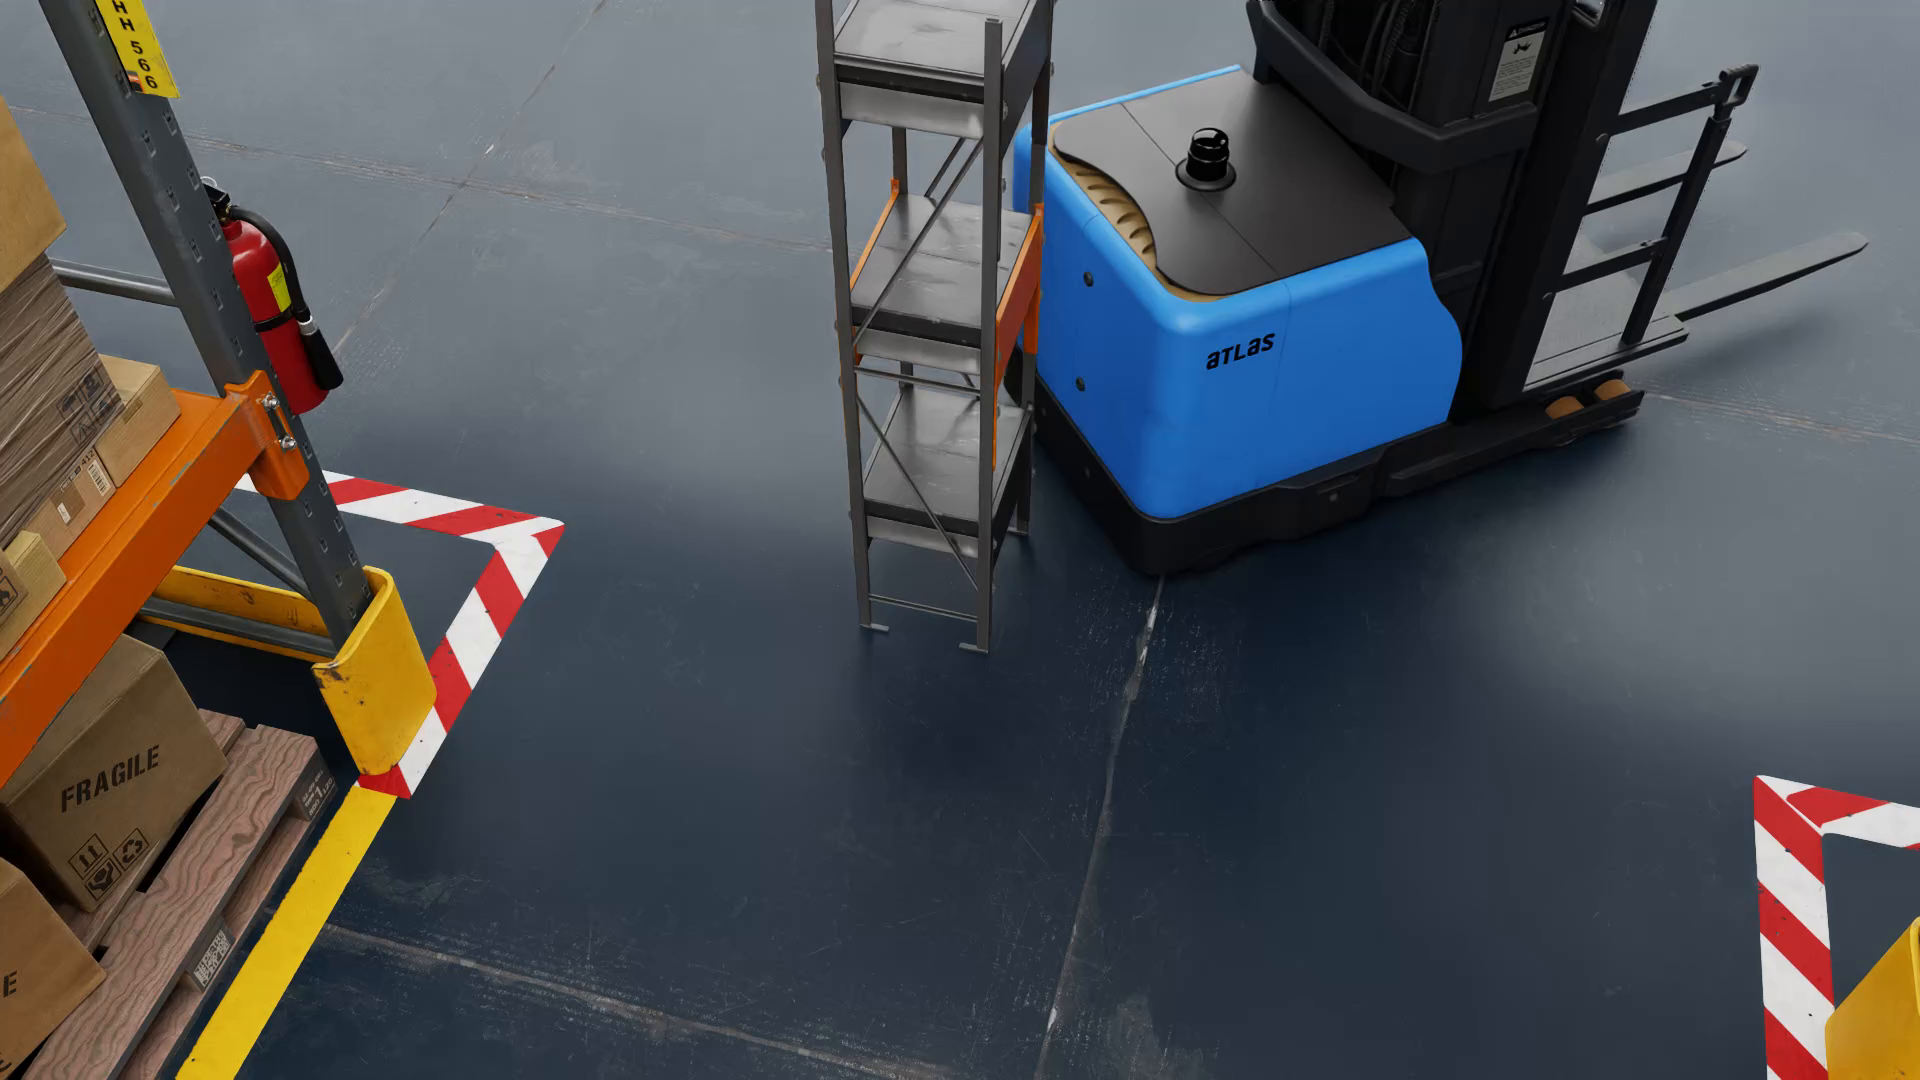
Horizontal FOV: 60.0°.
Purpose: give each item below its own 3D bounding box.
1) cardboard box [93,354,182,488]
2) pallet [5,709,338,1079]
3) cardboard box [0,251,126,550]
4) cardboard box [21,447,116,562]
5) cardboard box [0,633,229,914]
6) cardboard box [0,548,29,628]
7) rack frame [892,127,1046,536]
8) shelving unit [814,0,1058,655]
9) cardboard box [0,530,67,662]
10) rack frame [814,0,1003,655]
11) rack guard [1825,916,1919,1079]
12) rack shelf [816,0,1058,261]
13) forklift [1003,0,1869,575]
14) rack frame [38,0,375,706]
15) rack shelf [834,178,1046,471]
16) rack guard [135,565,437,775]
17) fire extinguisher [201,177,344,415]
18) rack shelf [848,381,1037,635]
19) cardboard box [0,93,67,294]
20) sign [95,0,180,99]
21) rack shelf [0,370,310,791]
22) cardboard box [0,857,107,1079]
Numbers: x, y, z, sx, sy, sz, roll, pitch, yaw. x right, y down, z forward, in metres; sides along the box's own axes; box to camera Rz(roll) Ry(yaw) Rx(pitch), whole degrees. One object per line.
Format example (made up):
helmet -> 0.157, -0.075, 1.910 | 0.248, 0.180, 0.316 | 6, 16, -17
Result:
cardboard box -> -1.975, -0.285, 3.668 | 0.380, 0.149, 0.250 | 12, 50, 10
pallet -> -2.367, 0.943, 4.277 | 1.003, 0.211, 1.213 | 12, 50, 10
cardboard box -> -2.271, -0.354, 3.297 | 0.875, 0.500, 0.500 | 12, 50, 10
cardboard box -> -2.042, -0.104, 3.509 | 0.380, 0.149, 0.250 | 12, 50, 10
cardboard box -> -2.280, 0.522, 4.176 | 0.500, 0.500, 0.500 | 20, 52, 17
cardboard box -> -2.286, 0.031, 2.957 | 0.875, 0.500, 0.500 | 12, 50, 10
rack frame -> 0.021, -0.752, 4.513 | 0.400, 2.100, 0.015 | 12, 50, 10
shelving unit -> -0.044, -0.575, 4.357 | 0.431, 2.100, 0.503 | 12, 50, 10
cardboard box -> -2.058, 0.087, 3.340 | 0.380, 0.149, 0.250 | 12, 50, 10
rack frame -> -0.108, -0.399, 4.201 | 0.400, 2.100, 0.015 | 12, 50, 10
rack guard -> 2.704, 1.254, 3.810 | 1.175, 0.500, 0.348 | 12, 50, 10
rack shelf -> -0.044, -1.029, 3.842 | 0.431, 0.518, 0.480 | 12, 50, 10
forklift -> 1.704, -1.624, 4.728 | 3.031, 2.935, 1.130 | -19, 51, -16
rack frame -> -2.099, -0.615, 3.792 | 1.000, 3.000, 0.127 | 12, 50, 10
rack shelf -> -0.044, -0.566, 4.367 | 0.431, 0.518, 0.480 | 12, 50, 10
rack guard -> -2.119, 0.267, 4.681 | 1.175, 0.500, 0.348 | 12, 50, 10
fire extinguisher -> -1.625, -0.581, 3.814 | 0.296, 0.674, 0.183 | 12, 50, 10
rack shelf -> -0.044, -0.103, 4.892 | 0.431, 0.518, 0.480 | 12, 50, 10
cardboard box -> -2.006, -0.631, 2.874 | 0.500, 0.500, 0.500 | 12, 50, 10
sign -> -1.569, -0.979, 3.130 | 0.100, 0.325, 0.005 | 12, 50, 10
rack shelf -> -2.626, 1.070, 2.785 | 1.077, 0.370, 4.000 | 12, 50, 10
cardboard box -> -2.404, 0.961, 3.788 | 0.500, 0.500, 0.500 | 24, 53, 20
